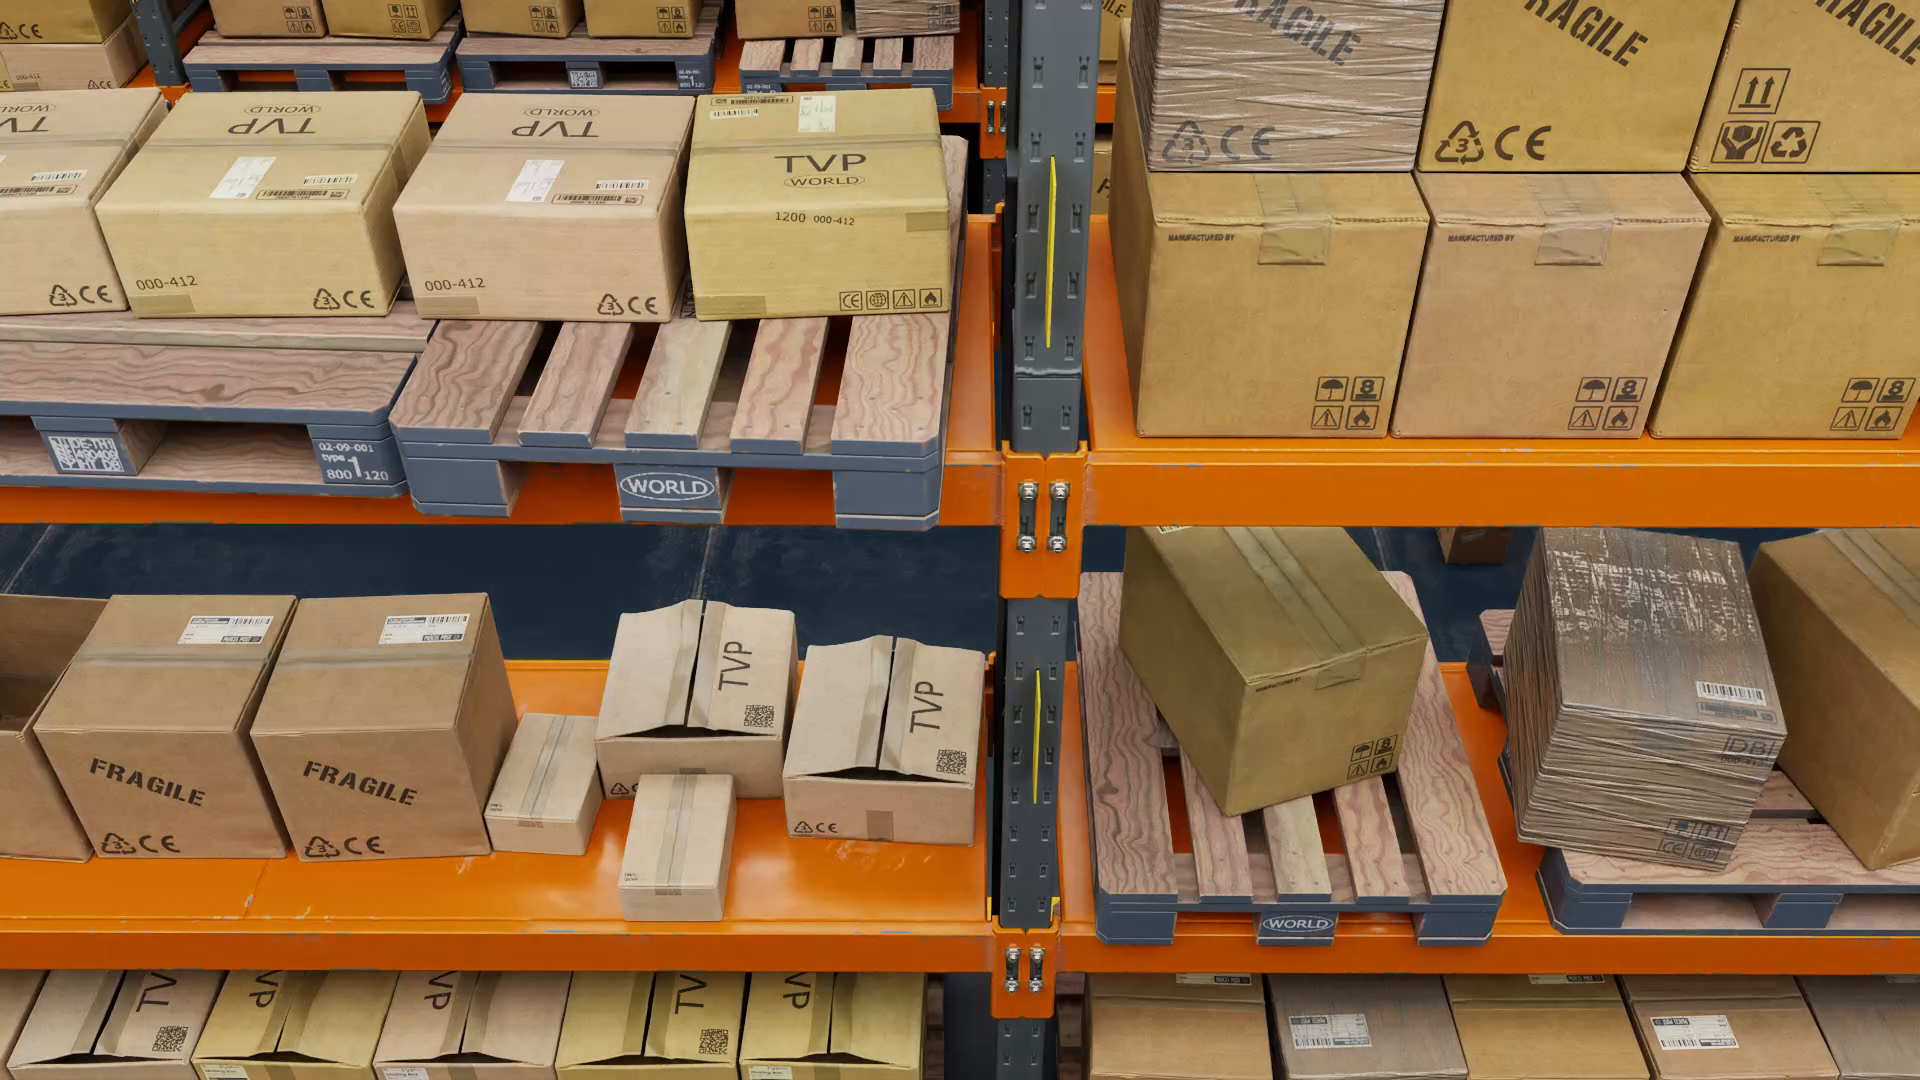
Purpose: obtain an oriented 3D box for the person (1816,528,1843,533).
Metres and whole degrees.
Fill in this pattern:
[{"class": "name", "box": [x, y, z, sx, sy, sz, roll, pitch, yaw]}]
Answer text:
[{"class": "person", "box": [3.832, -0.285, 6.482, 0.987, 1.616, 0.462, 5, 40, 7]}]
